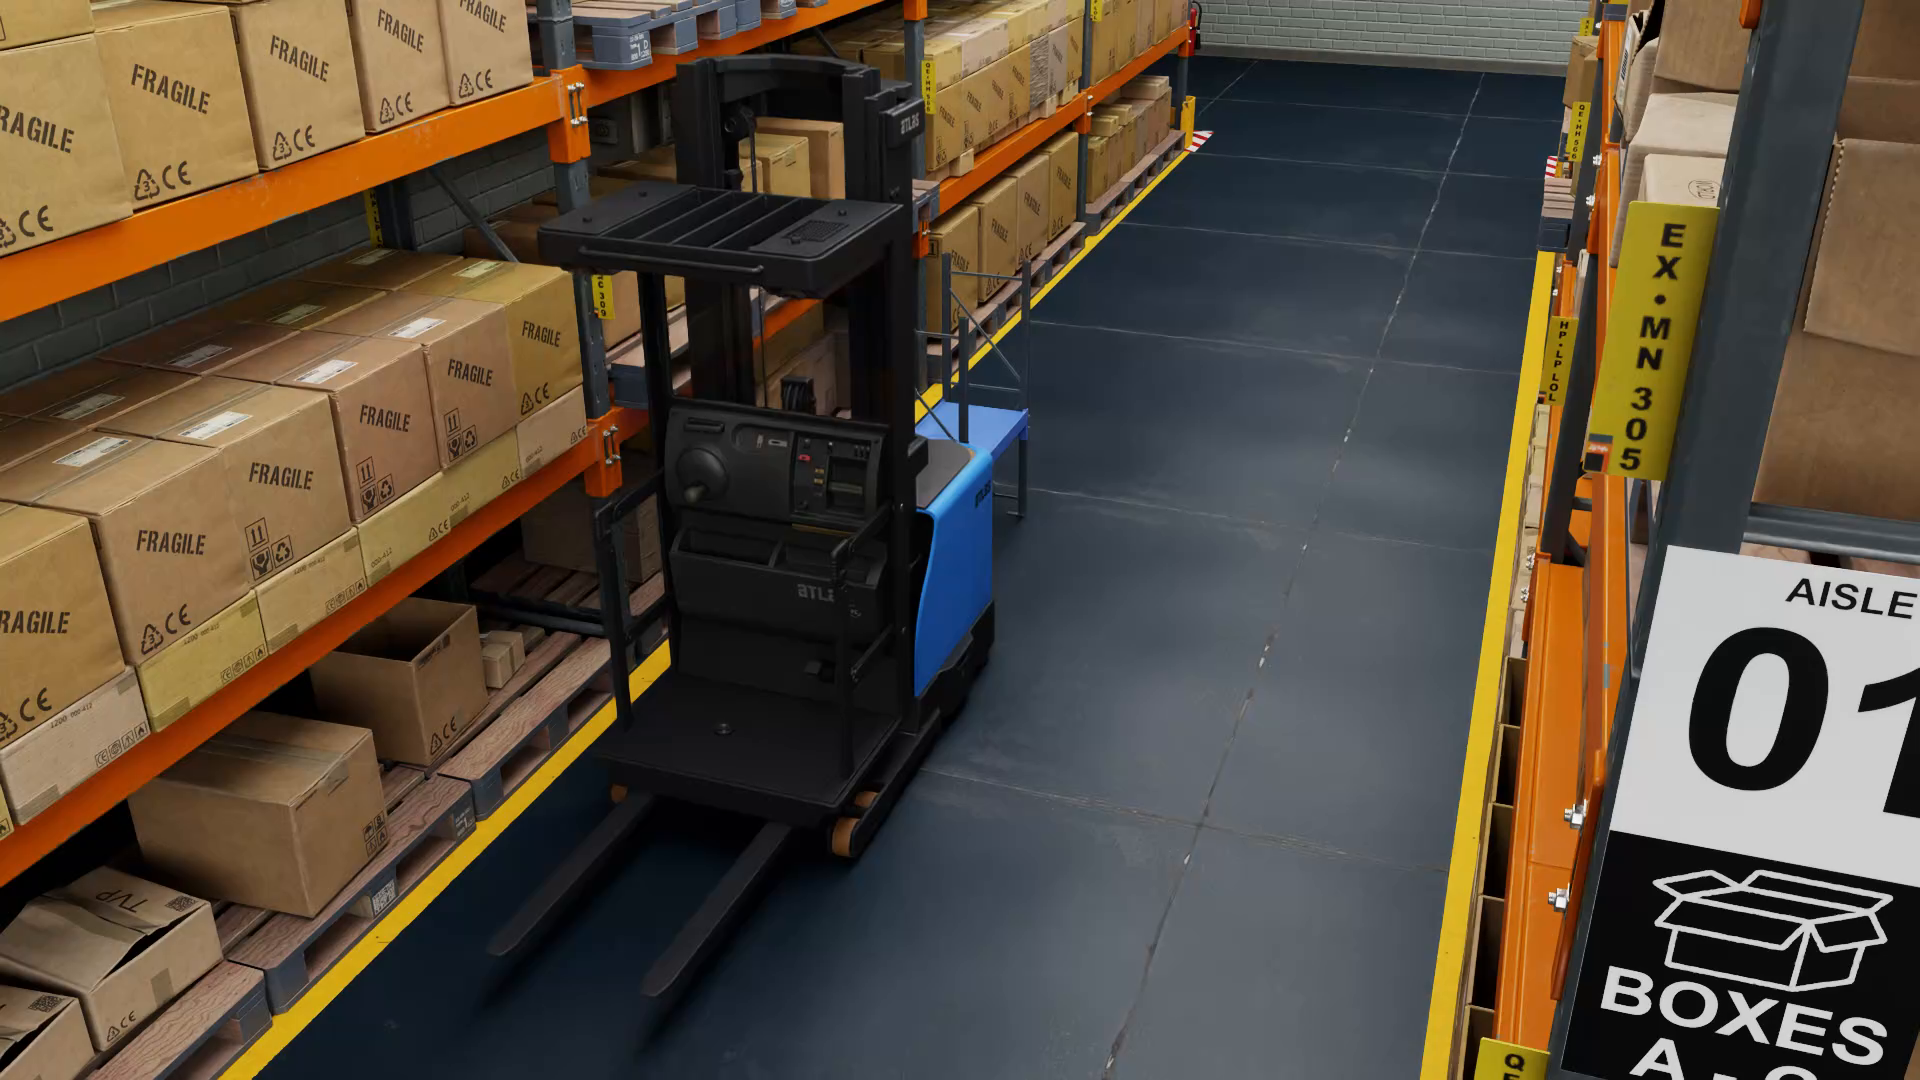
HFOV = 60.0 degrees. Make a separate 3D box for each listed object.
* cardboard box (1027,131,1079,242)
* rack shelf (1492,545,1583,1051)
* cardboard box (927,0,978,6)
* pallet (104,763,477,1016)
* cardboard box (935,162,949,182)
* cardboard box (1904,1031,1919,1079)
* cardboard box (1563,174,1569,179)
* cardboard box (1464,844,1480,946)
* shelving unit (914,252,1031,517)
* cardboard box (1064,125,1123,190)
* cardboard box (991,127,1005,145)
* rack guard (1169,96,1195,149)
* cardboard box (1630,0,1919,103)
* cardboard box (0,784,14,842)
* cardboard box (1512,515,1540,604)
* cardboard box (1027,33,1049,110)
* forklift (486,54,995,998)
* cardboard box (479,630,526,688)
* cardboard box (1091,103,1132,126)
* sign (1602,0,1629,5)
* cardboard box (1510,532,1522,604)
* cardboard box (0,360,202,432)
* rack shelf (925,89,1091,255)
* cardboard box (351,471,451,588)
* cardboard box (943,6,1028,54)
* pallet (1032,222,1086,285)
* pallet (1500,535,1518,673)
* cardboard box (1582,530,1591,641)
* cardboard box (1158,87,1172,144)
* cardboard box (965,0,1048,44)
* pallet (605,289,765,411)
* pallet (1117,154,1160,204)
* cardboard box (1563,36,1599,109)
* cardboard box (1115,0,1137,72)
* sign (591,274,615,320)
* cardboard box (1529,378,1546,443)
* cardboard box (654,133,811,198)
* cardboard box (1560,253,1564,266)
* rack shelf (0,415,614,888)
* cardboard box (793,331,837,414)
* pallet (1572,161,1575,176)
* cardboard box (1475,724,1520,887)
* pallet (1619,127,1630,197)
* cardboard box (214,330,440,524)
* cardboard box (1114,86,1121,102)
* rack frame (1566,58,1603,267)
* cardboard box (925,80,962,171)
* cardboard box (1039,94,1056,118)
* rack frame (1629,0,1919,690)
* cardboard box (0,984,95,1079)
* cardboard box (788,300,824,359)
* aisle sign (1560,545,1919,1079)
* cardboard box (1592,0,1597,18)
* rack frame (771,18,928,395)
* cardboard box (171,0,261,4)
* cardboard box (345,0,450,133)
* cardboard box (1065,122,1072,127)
[{"bbox_3d":[0.524,-3.009,14.007,0.750,0.750,0.750,9,27,18],"label":"cardboard box"},{"bbox_3d":[1.962,1.077,4.409,1.077,0.370,4.000,9,27,17],"label":"rack shelf"},{"bbox_3d":[-0.111,-4.025,12.781,0.500,0.250,0.500,8,27,16],"label":"cardboard box"},{"bbox_3d":[-2.639,1.254,6.418,1.003,0.211,1.213,9,27,17],"label":"pallet"},{"bbox_3d":[-0.294,-2.529,11.297,0.380,0.149,0.250,9,27,18],"label":"cardboard box"},{"bbox_3d":[1.482,0.734,2.688,0.700,0.500,0.500,9,27,18],"label":"cardboard box"},{"bbox_3d":[5.212,-2.704,13.757,0.500,0.500,0.500,9,27,17],"label":"cardboard box"},{"bbox_3d":[2.016,1.331,5.732,0.500,0.250,0.500,9,27,17],"label":"cardboard box"},{"bbox_3d":[-0.028,-0.640,8.851,0.538,1.500,1.048,9,27,17],"label":"shelving unit"},{"bbox_3d":[1.133,-3.635,15.703,0.700,0.500,0.500,8,27,17],"label":"cardboard box"},{"bbox_3d":[0.115,-3.059,12.391,0.380,0.149,0.250,9,27,18],"label":"cardboard box"},{"bbox_3d":[1.957,-4.602,18.180,1.175,0.500,0.348,9,27,17],"label":"rack guard"},{"bbox_3d":[1.961,-1.059,3.792,0.797,0.503,0.637,12,28,23],"label":"cardboard box"},{"bbox_3d":[-2.914,0.762,4.383,0.500,0.250,0.500,8,27,16],"label":"cardboard box"},{"bbox_3d":[2.828,0.100,7.631,0.500,0.311,0.500,9,27,17],"label":"cardboard box"},{"bbox_3d":[0.366,-3.618,12.802,0.500,0.500,0.500,9,27,18],"label":"cardboard box"},{"bbox_3d":[-0.816,-0.255,6.414,1.130,2.935,3.031,9,27,18],"label":"forklift"},{"bbox_3d":[-2.194,0.516,7.489,0.380,0.166,0.250,5,26,11],"label":"cardboard box"},{"bbox_3d":[1.423,-4.050,15.815,0.380,0.149,0.250,8,27,16],"label":"cardboard box"},{"bbox_3d":[2.113,-1.868,5.269,0.100,0.325,0.005,9,27,17],"label":"sign"},{"bbox_3d":[3.003,0.141,8.191,0.500,0.250,0.500,9,27,18],"label":"cardboard box"},{"bbox_3d":[-2.907,-0.271,5.656,0.500,0.500,0.500,9,27,18],"label":"cardboard box"},{"bbox_3d":[-0.048,-2.927,12.680,1.077,0.370,4.000,9,27,17],"label":"rack shelf"},{"bbox_3d":[-2.243,-0.076,6.114,0.500,0.250,0.500,9,27,17],"label":"cardboard box"},{"bbox_3d":[0.185,-3.742,12.196,0.500,0.250,0.500,8,27,16],"label":"cardboard box"},{"bbox_3d":[0.432,-2.490,14.151,1.003,0.211,1.213,9,27,17],"label":"pallet"},{"bbox_3d":[3.241,0.375,8.233,1.003,0.211,1.213,9,27,17],"label":"pallet"},{"bbox_3d":[2.486,0.070,5.549,0.700,0.500,0.500,8,27,16],"label":"cardboard box"},{"bbox_3d":[1.810,-4.479,17.445,0.700,0.500,0.500,9,27,17],"label":"cardboard box"},{"bbox_3d":[0.354,-3.951,12.629,0.500,0.250,0.500,9,27,18],"label":"cardboard box"},{"bbox_3d":[-1.653,-0.992,8.077,1.003,0.211,1.213,9,27,17],"label":"pallet"},{"bbox_3d":[1.349,-3.622,16.489,1.003,0.211,1.213,9,27,17],"label":"pallet"},{"bbox_3d":[4.921,-3.428,12.291,0.700,0.500,0.500,0,26,0],"label":"cardboard box"},{"bbox_3d":[1.061,-4.728,15.228,0.980,0.700,0.700,8,27,16],"label":"cardboard box"},{"bbox_3d":[-1.530,-1.100,7.086,0.100,0.325,0.005,9,27,17],"label":"sign"},{"bbox_3d":[3.508,-0.744,9.374,0.500,0.311,0.500,10,27,19],"label":"cardboard box"},{"bbox_3d":[-1.254,-1.962,9.242,0.700,0.500,0.500,9,27,17],"label":"cardboard box"},{"bbox_3d":[4.400,-1.986,11.413,0.500,0.250,0.500,8,27,16],"label":"cardboard box"},{"bbox_3d":[-2.710,0.360,5.890,1.077,0.370,4.000,9,27,17],"label":"rack shelf"},{"bbox_3d":[-1.185,-1.004,10.245,0.700,0.500,0.500,9,27,17],"label":"cardboard box"},{"bbox_3d":[4.602,-2.426,11.039,1.003,0.211,1.213,9,27,17],"label":"pallet"},{"bbox_3d":[2.019,0.994,5.567,0.500,0.500,0.500,9,27,17],"label":"cardboard box"},{"bbox_3d":[2.368,-1.025,4.584,1.003,0.211,1.213,9,27,17],"label":"pallet"},{"bbox_3d":[-2.249,-0.414,5.952,0.500,0.500,0.500,8,27,16],"label":"cardboard box"},{"bbox_3d":[1.411,-4.540,16.827,0.380,0.149,0.250,9,27,18],"label":"cardboard box"},{"bbox_3d":[3.959,-1.712,9.345,1.000,3.000,0.127,9,27,17],"label":"rack frame"},{"bbox_3d":[-0.311,-2.780,11.070,0.500,0.500,0.500,10,27,19],"label":"cardboard box"},{"bbox_3d":[0.549,-3.465,13.229,0.380,0.149,0.250,9,27,17],"label":"cardboard box"},{"bbox_3d":[1.297,-1.125,1.247,1.000,3.000,0.127,9,27,17],"label":"rack frame"},{"bbox_3d":[-3.061,1.599,5.086,0.500,0.311,0.500,6,26,12],"label":"cardboard box"},{"bbox_3d":[-1.153,-1.311,10.019,0.500,0.250,0.500,9,27,18],"label":"cardboard box"},{"bbox_3d":[0.998,0.389,2.020,0.394,0.787,0.004,9,27,17],"label":"aisle sign"},{"bbox_3d":[5.214,-4.097,13.007,0.500,0.500,0.500,9,27,18],"label":"cardboard box"},{"bbox_3d":[-0.714,-2.429,10.825,1.000,3.000,0.127,9,27,17],"label":"rack frame"},{"bbox_3d":[-2.292,-1.952,5.111,0.500,0.500,0.500,8,27,16],"label":"cardboard box"},{"bbox_3d":[-2.160,-1.740,5.822,0.500,0.500,0.500,6,27,13],"label":"cardboard box"},{"bbox_3d":[0.988,-4.016,15.744,0.380,0.149,0.250,8,27,16],"label":"cardboard box"}]
